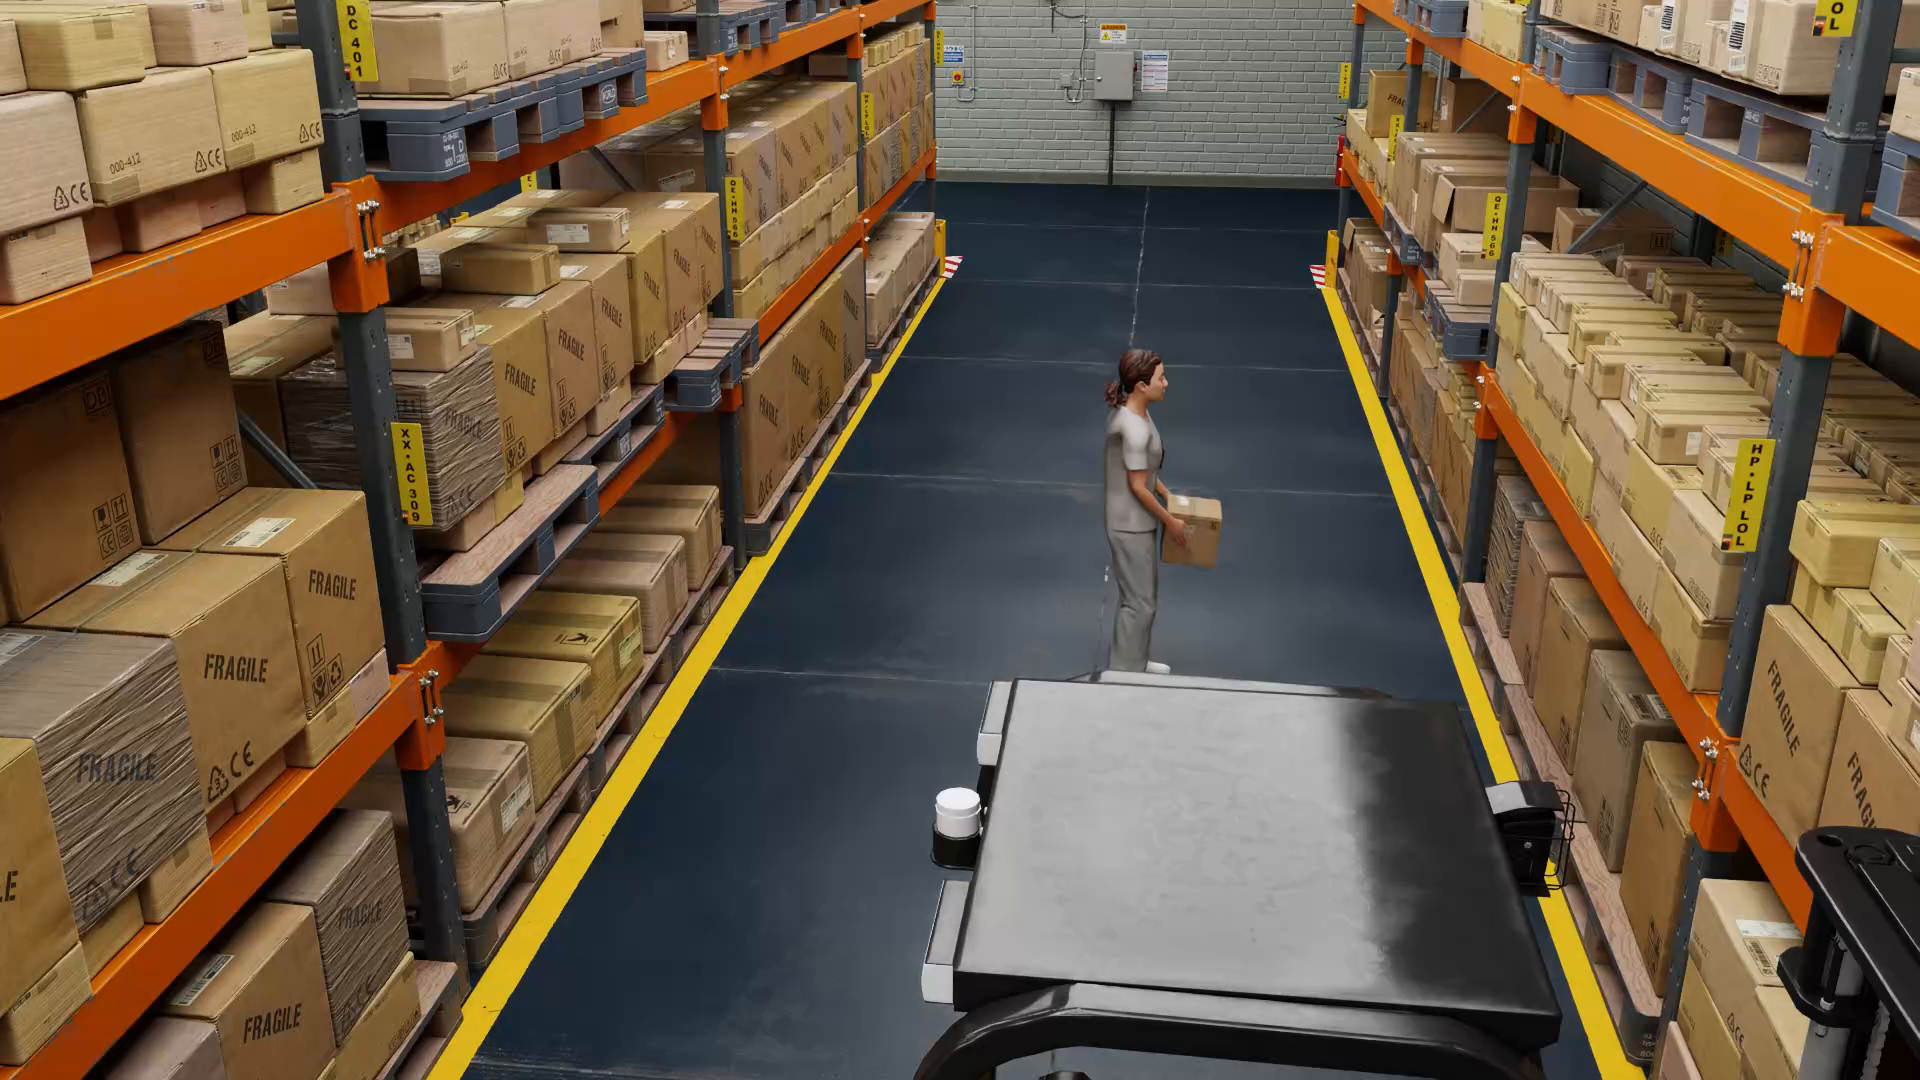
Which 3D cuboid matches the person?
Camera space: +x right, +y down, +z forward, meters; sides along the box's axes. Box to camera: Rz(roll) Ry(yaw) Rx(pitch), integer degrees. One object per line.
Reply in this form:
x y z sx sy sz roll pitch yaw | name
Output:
0.855 -0.071 7.764 0.429 1.675 0.466 2 21 5 | person
